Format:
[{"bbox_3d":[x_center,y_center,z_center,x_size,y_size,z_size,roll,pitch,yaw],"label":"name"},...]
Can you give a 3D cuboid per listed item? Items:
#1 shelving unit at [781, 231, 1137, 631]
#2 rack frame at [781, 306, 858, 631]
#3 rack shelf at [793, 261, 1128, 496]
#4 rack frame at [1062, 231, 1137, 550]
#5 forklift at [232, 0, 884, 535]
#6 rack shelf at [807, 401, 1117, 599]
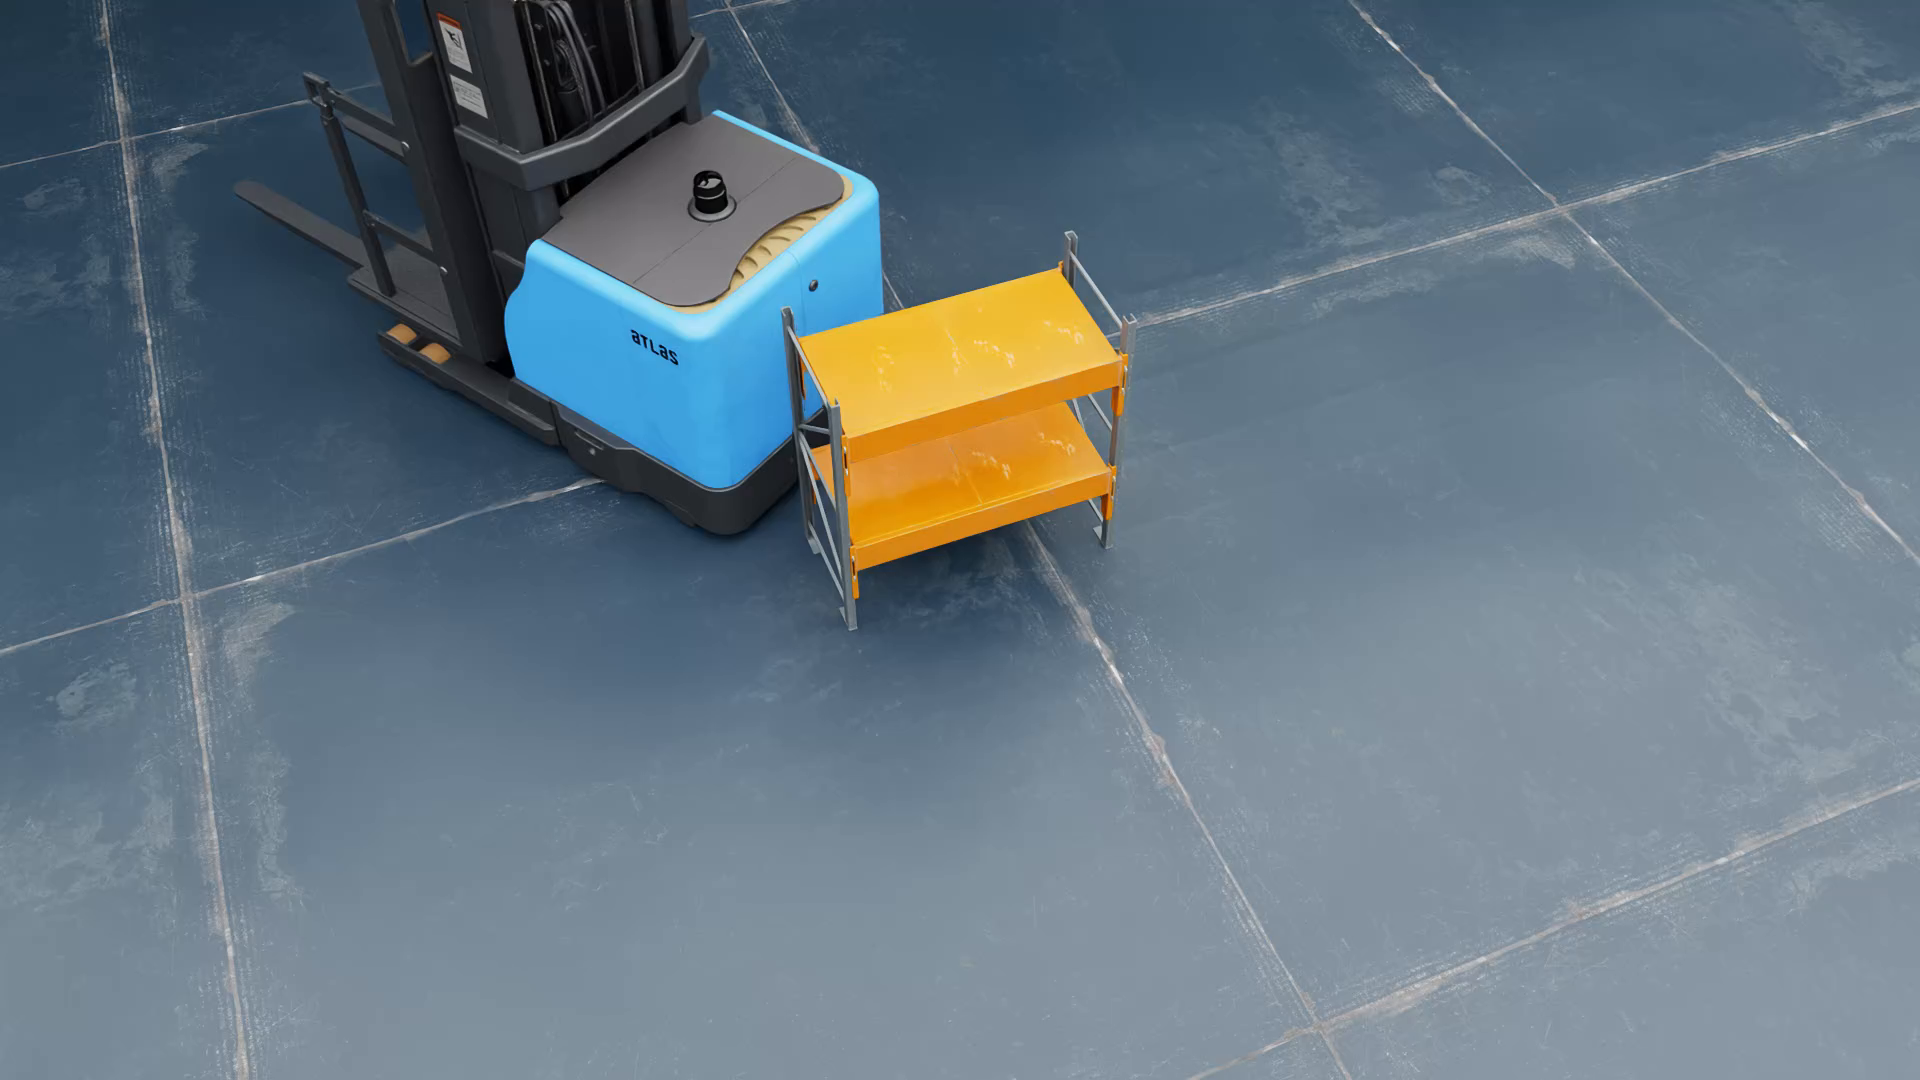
[{"bbox_3d":[-0.006,-0.365,5.822,1.048,1.125,0.538,-17,52,-14],"label":"shelving unit"},{"bbox_3d":[-0.477,-0.219,5.696,0.032,1.125,0.500,-17,52,-14],"label":"rack frame"},{"bbox_3d":[-0.006,-0.555,5.600,1.000,0.278,0.538,-17,52,-14],"label":"rack shelf"},{"bbox_3d":[0.464,-0.510,5.947,0.032,1.125,0.500,-17,52,-14],"label":"rack frame"},{"bbox_3d":[-1.769,-1.889,5.941,3.031,2.935,1.130,29,55,22],"label":"forklift"},{"bbox_3d":[-0.006,-0.205,6.007,1.000,0.278,0.538,-17,52,-14],"label":"rack shelf"}]
